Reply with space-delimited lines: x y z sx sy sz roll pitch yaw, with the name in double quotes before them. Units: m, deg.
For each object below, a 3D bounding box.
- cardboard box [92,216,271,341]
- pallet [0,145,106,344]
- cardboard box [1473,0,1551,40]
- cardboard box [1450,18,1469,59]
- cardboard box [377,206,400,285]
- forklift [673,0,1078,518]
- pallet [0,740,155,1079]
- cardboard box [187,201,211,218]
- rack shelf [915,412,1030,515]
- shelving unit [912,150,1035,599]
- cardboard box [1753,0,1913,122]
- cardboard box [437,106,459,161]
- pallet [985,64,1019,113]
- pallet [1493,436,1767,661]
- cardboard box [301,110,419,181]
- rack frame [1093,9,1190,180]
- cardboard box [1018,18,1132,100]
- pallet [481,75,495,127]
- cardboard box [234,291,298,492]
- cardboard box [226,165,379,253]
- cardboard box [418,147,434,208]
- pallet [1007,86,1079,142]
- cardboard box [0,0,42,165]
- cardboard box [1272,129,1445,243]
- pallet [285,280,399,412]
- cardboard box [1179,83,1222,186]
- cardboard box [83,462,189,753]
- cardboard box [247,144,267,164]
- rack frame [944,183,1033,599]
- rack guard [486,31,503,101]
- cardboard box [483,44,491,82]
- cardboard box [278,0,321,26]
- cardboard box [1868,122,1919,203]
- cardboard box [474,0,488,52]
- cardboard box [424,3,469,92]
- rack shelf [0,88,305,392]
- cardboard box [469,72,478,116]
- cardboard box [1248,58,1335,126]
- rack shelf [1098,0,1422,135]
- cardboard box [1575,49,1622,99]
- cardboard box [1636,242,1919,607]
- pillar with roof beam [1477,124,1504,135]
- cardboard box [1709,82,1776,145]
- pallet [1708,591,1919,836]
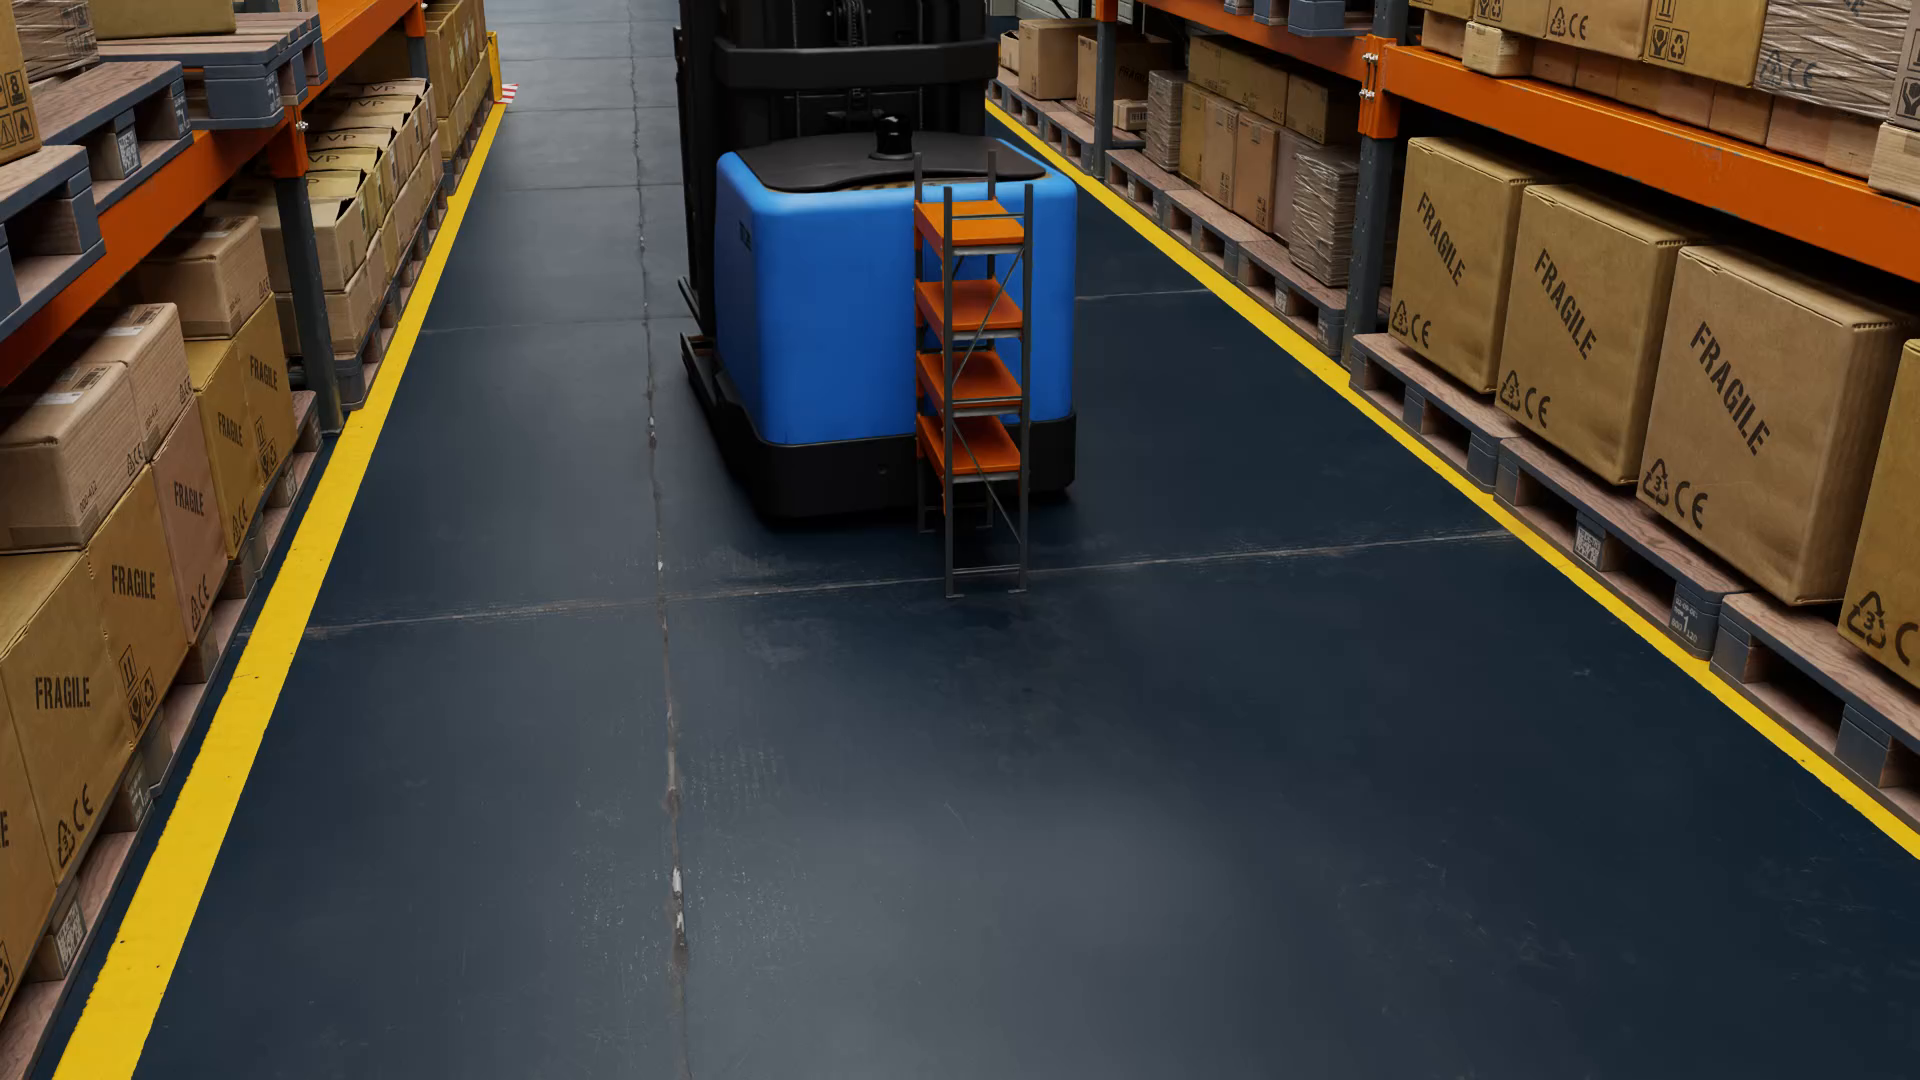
"cardboard box" -2.368 -0.772 4.905 0.500 0.250 0.500 -3 24 -8
"pallet" -2.088 -0.405 2.670 1.003 0.211 1.213 -4 24 -10
"cardboard box" 2.007 -1.887 5.301 0.500 0.500 0.500 -4 24 -8
"cardboard box" 1.952 -1.760 5.821 0.380 0.149 0.250 -4 24 -9
"cardboard box" -2.791 -1.306 7.403 0.500 0.250 0.500 -5 24 -11
"forklift" -0.511 -1.977 6.115 1.130 2.935 3.031 -6 24 -14
"pallet" -2.235 0.790 3.177 1.003 0.211 1.213 -4 24 -10
"cardboard box" -3.126 -1.121 6.280 0.500 0.311 0.500 -4 24 -8
"rack shelf" 0.031 -0.241 4.967 0.258 0.148 0.480 -4 24 -10
"shelving unit" 0.031 -0.485 4.861 0.258 1.200 0.503 -4 24 -10
"cardboard box" 2.299 -1.291 3.937 0.500 0.500 0.500 -4 24 -10
"cardboard box" -3.314 -2.455 10.033 0.500 0.250 0.500 -4 24 -10
"pallet" 0.731 -3.629 13.295 1.003 0.211 1.213 -4 24 -10
"pallet" 2.375 -0.040 5.077 1.003 0.211 1.213 -4 24 -10
"cardboard box" -2.977 -1.968 8.219 0.500 0.311 0.500 -4 24 -10
"rack frame" 1.341 -3.686 9.941 1.000 3.000 0.127 -4 24 -10
"cardboard box" 0.833 -3.520 12.135 0.700 0.500 0.500 -6 24 -13
"pallet" -4.083 -3.315 12.577 1.003 0.211 1.213 -4 24 -10
"cardboard box" -2.383 -0.450 5.105 0.500 0.500 0.500 -3 24 -8
"cardboard box" -2.700 -1.367 6.843 0.500 0.311 0.500 -5 24 -11
"cardboard box" -3.073 -1.909 8.784 0.500 0.250 0.500 -5 24 -11
"pallet" 0.953 -3.150 12.199 1.003 0.211 1.213 -4 24 -10
"cardboard box" -2.104 -0.878 2.862 0.700 0.500 0.500 -1 24 -1
"cardboard box" 1.916 -1.659 7.874 0.700 0.500 0.500 -4 24 -10
"pallet" -2.901 -0.793 6.802 1.003 0.211 1.213 -4 24 -10
"cardboard box" 1.639 -2.254 9.236 0.700 0.500 0.500 -5 24 -11
"cardboard box" -2.092 0.159 3.712 0.500 0.500 0.500 -4 24 -9
"cardboard box" -3.409 -1.721 7.653 0.500 0.311 0.500 -4 24 -8
"rack frame" 0.076 -0.389 4.641 0.240 1.200 0.015 -4 24 -10
"rack guard" -4.270 -3.755 13.222 1.175 0.500 0.348 -4 24 -10
"cardboard box" -3.876 -3.634 12.734 0.500 0.250 0.500 -4 24 -10
"cardboard box" -2.762 -2.069 6.352 0.500 0.311 0.500 -5 24 -10
"cardboard box" 2.300 -0.847 3.731 0.380 0.149 0.250 -4 24 -10
"cardboard box" -3.874 -3.978 12.584 0.500 0.500 0.500 -4 24 -10
"cardboard box" -3.489 -3.192 10.786 0.500 0.500 0.500 -4 24 -10
"rack shelf" -2.417 -0.628 3.838 1.077 0.370 4.000 -4 24 -10
"cardboard box" -3.587 -3.045 11.385 0.500 0.250 0.500 -4 24 -10
"cardboard box" 1.753 -2.222 8.227 0.500 0.250 0.500 -4 24 -10
"rack shelf" 1.711 -2.569 8.284 1.077 0.370 4.000 -4 24 -10
"cardboard box" 2.142 -1.458 5.129 0.380 0.149 0.250 -4 24 -9
"cardboard box" 2.405 -0.342 4.446 0.750 0.750 0.750 -4 24 -8
"pillar with roof beam" -1.540 -5.118 5.726 9.100 9.000 0.400 -4 24 -10
"cardboard box" 2.250 -1.153 4.432 0.380 0.149 0.250 -4 24 -8
"pallet" 2.604 0.441 3.976 1.003 0.211 1.213 -4 24 -10
